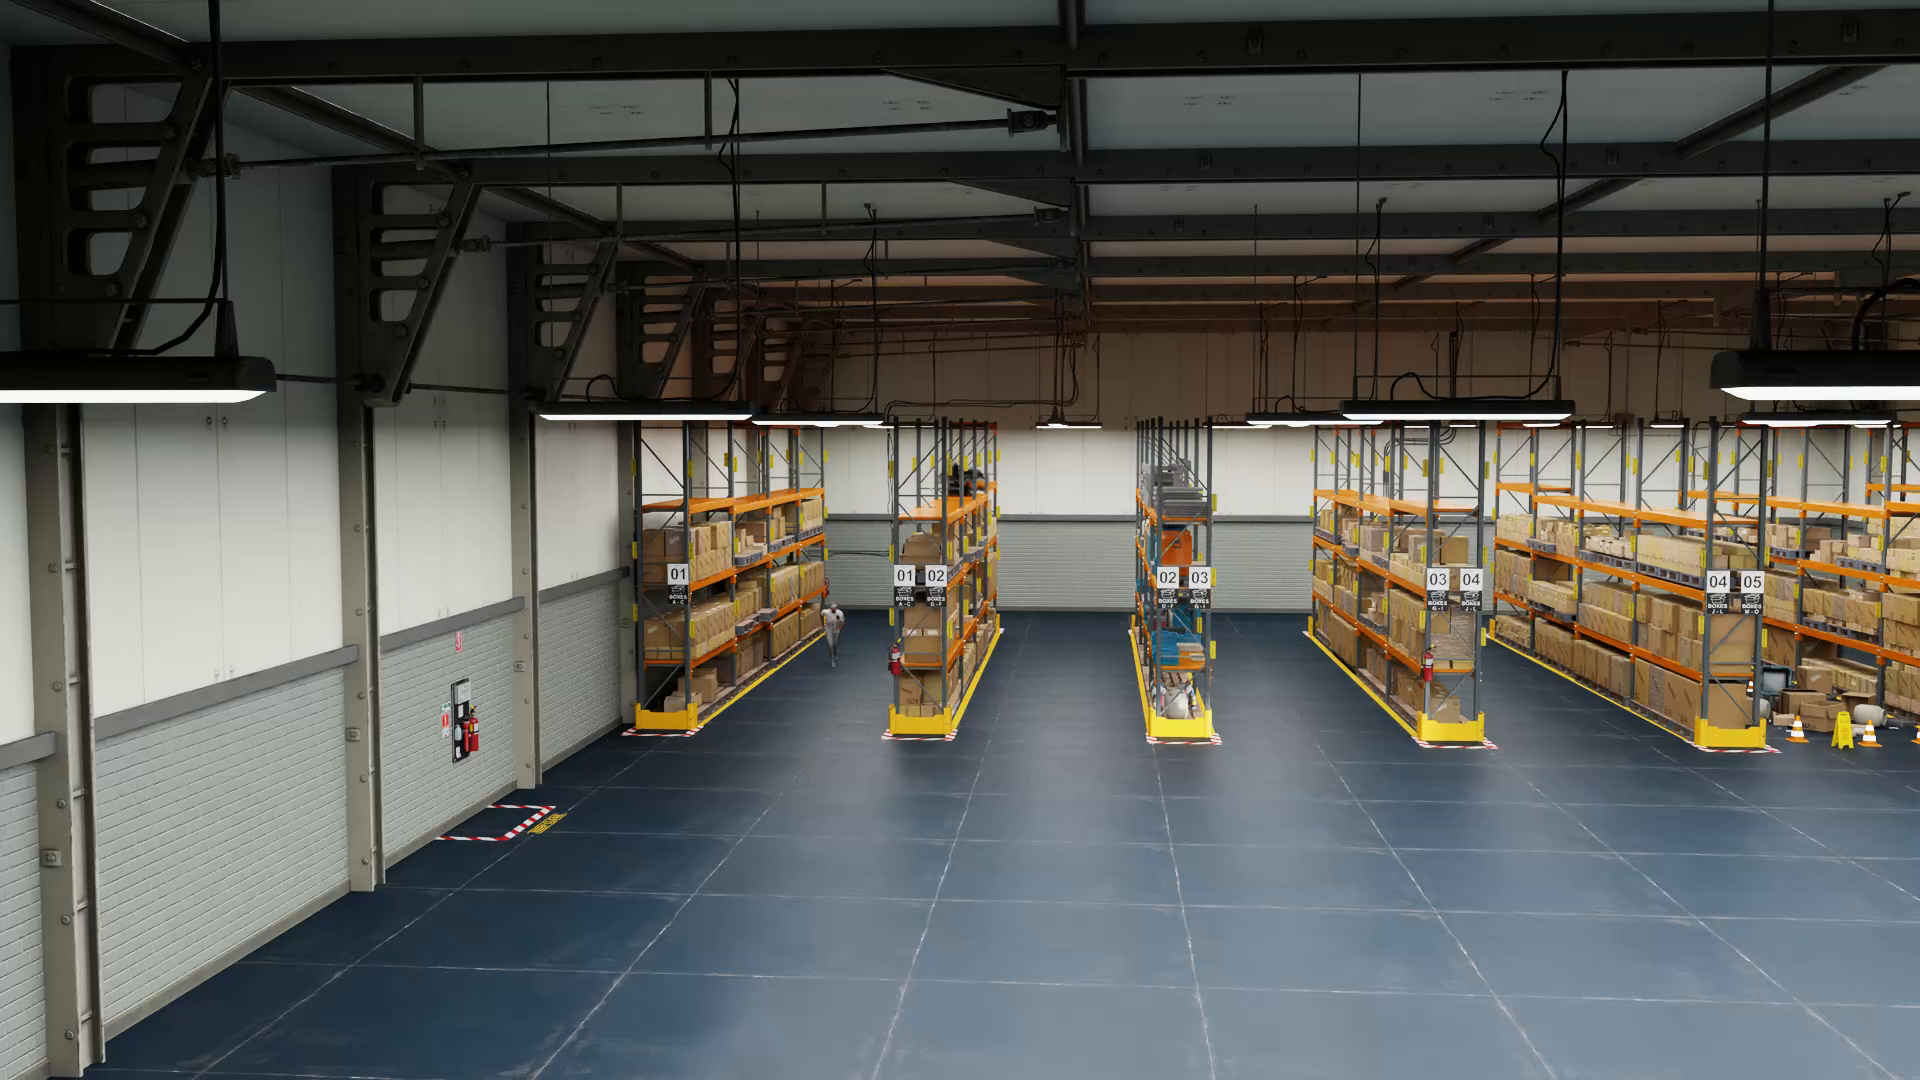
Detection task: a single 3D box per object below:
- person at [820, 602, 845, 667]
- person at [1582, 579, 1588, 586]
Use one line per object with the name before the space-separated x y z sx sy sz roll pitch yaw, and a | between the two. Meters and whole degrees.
person | -3.117 2.292 40.817 0.621 1.638 0.964 0 4 -1
person | 16.989 1.924 45.145 0.704 1.730 0.789 -1 4 -19
